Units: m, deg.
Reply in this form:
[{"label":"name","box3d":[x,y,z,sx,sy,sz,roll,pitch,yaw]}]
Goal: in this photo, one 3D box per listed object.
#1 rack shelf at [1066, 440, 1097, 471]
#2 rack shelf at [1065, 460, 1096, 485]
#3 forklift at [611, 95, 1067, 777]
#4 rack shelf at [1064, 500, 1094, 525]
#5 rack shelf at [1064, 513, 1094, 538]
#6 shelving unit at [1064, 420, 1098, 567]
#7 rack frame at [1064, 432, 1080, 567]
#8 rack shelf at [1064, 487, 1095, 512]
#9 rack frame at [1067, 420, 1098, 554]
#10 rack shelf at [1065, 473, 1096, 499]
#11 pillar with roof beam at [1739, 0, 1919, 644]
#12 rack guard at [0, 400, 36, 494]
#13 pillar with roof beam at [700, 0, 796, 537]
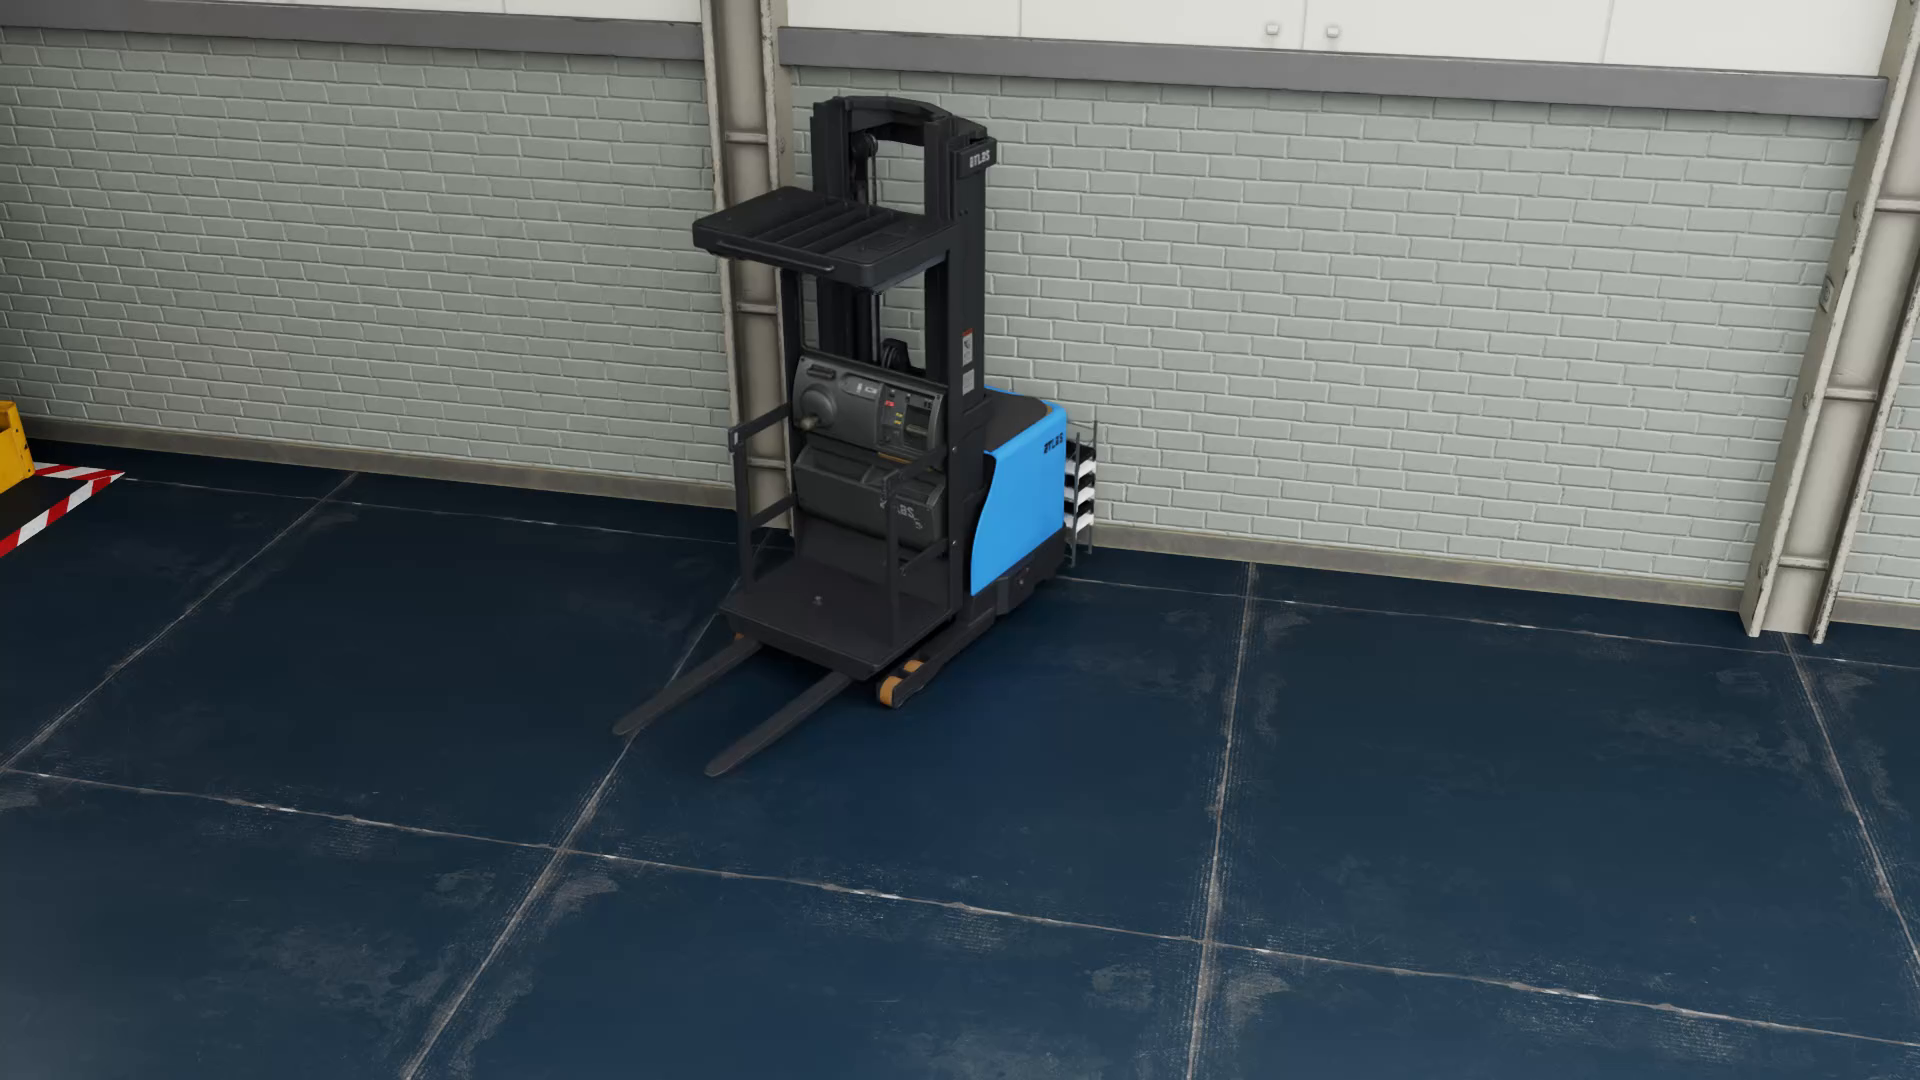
[{"label":"rack shelf","box3d":[0.655,-0.510,9.913,0.258,0.077,0.200,18,33,29]},{"label":"rack shelf","box3d":[0.655,-0.431,9.956,0.258,0.077,0.200,18,33,29]},{"label":"forklift","box3d":[-0.606,-0.659,8.564,1.130,2.935,3.031,18,33,29]},{"label":"rack shelf","box3d":[0.654,-0.194,10.086,0.258,0.077,0.200,18,33,29]},{"label":"rack shelf","box3d":[0.654,-0.115,10.129,0.258,0.077,0.200,18,33,29]},{"label":"shelving unit","box3d":[0.655,-0.302,10.027,0.258,0.900,0.210,18,33,29]},{"label":"rack frame","box3d":[0.598,-0.262,9.953,0.240,0.900,0.006,18,33,29]},{"label":"rack shelf","box3d":[0.655,-0.273,10.043,0.258,0.077,0.200,18,33,29]},{"label":"rack frame","box3d":[0.712,-0.343,10.101,0.240,0.900,0.006,18,33,29]},{"label":"rack shelf","box3d":[0.655,-0.352,10.000,0.258,0.077,0.200,18,33,29]},{"label":"pillar with roof beam","box3d":[3.791,-1.434,3.661,0.400,9.000,9.100,6,29,11]},{"label":"rack guard","box3d":[-6.529,-0.436,10.688,0.348,0.500,1.175,6,29,11]},{"label":"pillar with roof beam","box3d":[-2.077,-2.036,4.760,0.400,9.000,9.100,6,29,11]}]
